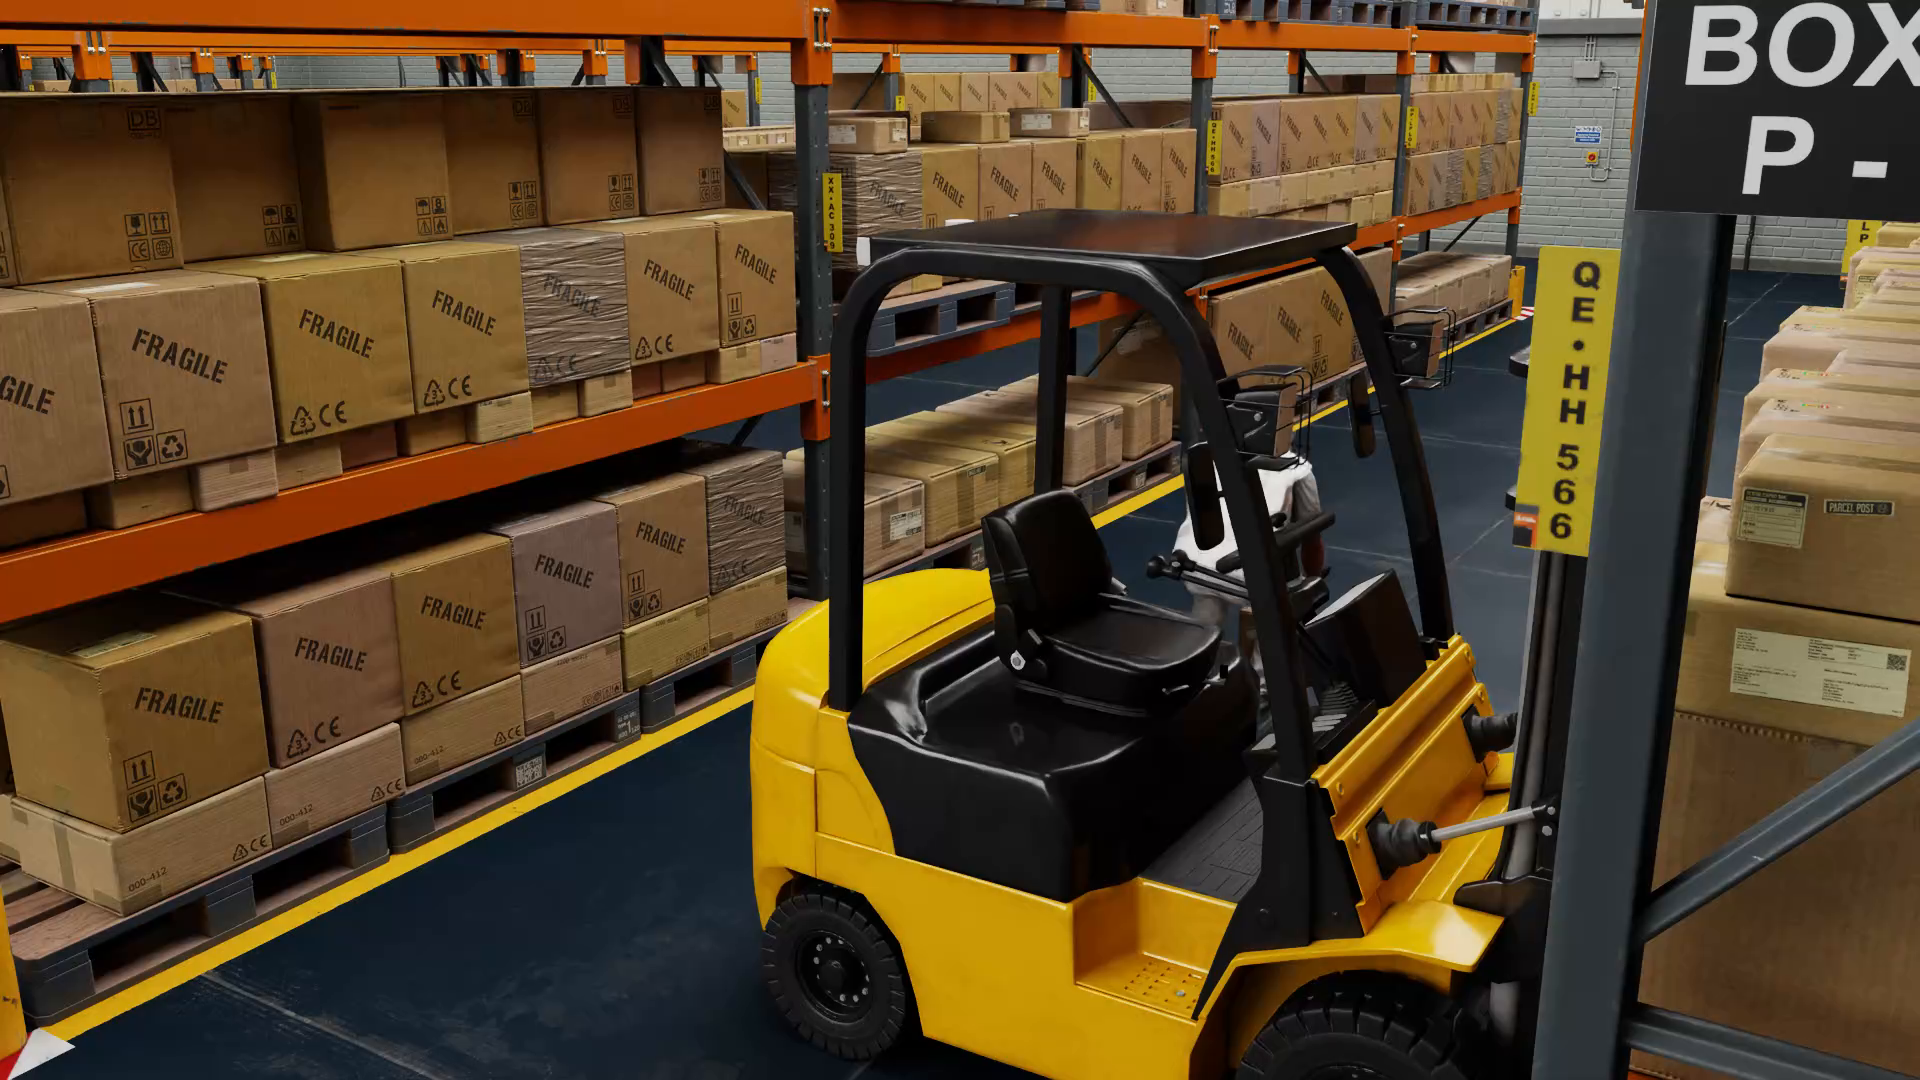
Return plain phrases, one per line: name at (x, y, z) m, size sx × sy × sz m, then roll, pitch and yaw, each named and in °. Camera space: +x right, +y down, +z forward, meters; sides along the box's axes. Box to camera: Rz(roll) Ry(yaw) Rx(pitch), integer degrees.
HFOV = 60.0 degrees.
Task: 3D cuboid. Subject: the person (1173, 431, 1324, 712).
person at (1.152, 0.077, 6.900) m, size 0.592 × 1.140 × 0.866 m, roll 10°, pitch 19°, yaw 30°
